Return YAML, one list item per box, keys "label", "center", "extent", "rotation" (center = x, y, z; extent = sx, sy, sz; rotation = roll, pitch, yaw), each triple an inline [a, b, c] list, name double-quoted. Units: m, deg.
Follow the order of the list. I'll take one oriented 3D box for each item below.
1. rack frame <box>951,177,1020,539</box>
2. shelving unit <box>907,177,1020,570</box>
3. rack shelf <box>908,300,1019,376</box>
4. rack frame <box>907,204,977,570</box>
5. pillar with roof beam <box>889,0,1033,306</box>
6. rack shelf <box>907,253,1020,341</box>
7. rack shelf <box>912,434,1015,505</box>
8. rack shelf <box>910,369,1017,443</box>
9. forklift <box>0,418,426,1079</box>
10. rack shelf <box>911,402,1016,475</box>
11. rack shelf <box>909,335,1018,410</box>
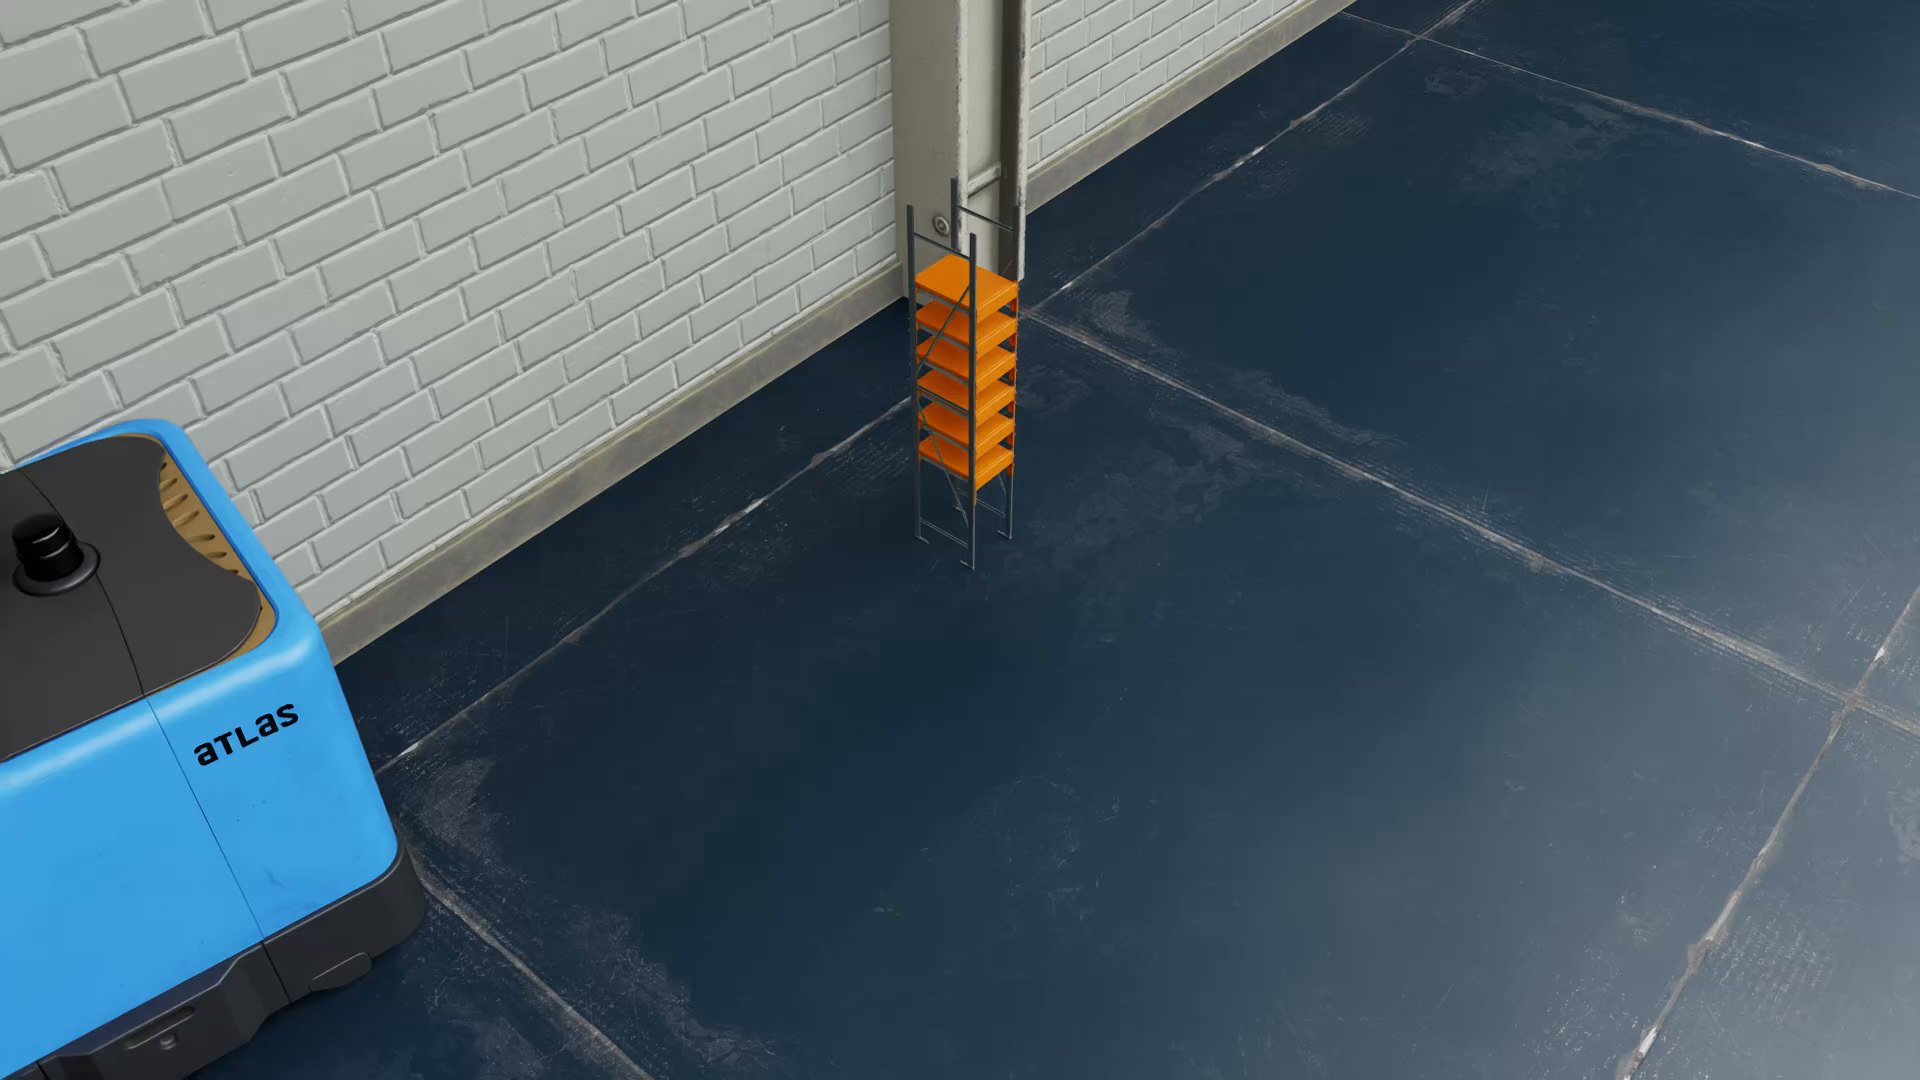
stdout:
- label: "rack frame"
  center: [0.068, -0.498, 4.906]
  extent: [0.240, 1.200, 0.006]
  rotation: [29, 50, 28]
- label: "shelving unit"
  center: [0.009, -0.451, 4.855]
  extent: [0.258, 1.200, 0.189]
  rotation: [29, 50, 28]
- label: "rack shelf"
  center: [0.009, -0.596, 4.723]
  extent: [0.258, 0.103, 0.180]
  rotation: [29, 50, 28]
- label: "rack frame"
  center: [-0.050, -0.404, 4.803]
  extent: [0.240, 1.200, 0.006]
  rotation: [29, 50, 28]
- label: "pillar with roof beam"
  center: [3.299, -2.438, 1.242]
  extent: [9.100, 9.000, 0.400]
  rotation: [29, 50, 28]
- label: "rack shelf"
  center: [0.009, -0.685, 4.642]
  extent: [0.258, 0.103, 0.180]
  rotation: [29, 50, 28]
- label: "rack shelf"
  center: [0.009, -0.241, 5.046]
  extent: [0.258, 0.103, 0.180]
  rotation: [29, 50, 28]
- label: "rack shelf"
  center: [0.009, -0.419, 4.884]
  extent: [0.258, 0.103, 0.180]
  rotation: [29, 50, 28]
- label: "forklift"
  center: [-2.802, 0.256, 2.789]
  extent: [3.031, 2.935, 1.130]
  rotation: [-28, 49, -27]
- label: "rack shelf"
  center: [0.009, -0.330, 4.965]
  extent: [0.258, 0.103, 0.180]
  rotation: [29, 50, 28]
- label: "rack shelf"
  center: [0.009, -0.507, 4.804]
  extent: [0.258, 0.103, 0.180]
  rotation: [29, 50, 28]
